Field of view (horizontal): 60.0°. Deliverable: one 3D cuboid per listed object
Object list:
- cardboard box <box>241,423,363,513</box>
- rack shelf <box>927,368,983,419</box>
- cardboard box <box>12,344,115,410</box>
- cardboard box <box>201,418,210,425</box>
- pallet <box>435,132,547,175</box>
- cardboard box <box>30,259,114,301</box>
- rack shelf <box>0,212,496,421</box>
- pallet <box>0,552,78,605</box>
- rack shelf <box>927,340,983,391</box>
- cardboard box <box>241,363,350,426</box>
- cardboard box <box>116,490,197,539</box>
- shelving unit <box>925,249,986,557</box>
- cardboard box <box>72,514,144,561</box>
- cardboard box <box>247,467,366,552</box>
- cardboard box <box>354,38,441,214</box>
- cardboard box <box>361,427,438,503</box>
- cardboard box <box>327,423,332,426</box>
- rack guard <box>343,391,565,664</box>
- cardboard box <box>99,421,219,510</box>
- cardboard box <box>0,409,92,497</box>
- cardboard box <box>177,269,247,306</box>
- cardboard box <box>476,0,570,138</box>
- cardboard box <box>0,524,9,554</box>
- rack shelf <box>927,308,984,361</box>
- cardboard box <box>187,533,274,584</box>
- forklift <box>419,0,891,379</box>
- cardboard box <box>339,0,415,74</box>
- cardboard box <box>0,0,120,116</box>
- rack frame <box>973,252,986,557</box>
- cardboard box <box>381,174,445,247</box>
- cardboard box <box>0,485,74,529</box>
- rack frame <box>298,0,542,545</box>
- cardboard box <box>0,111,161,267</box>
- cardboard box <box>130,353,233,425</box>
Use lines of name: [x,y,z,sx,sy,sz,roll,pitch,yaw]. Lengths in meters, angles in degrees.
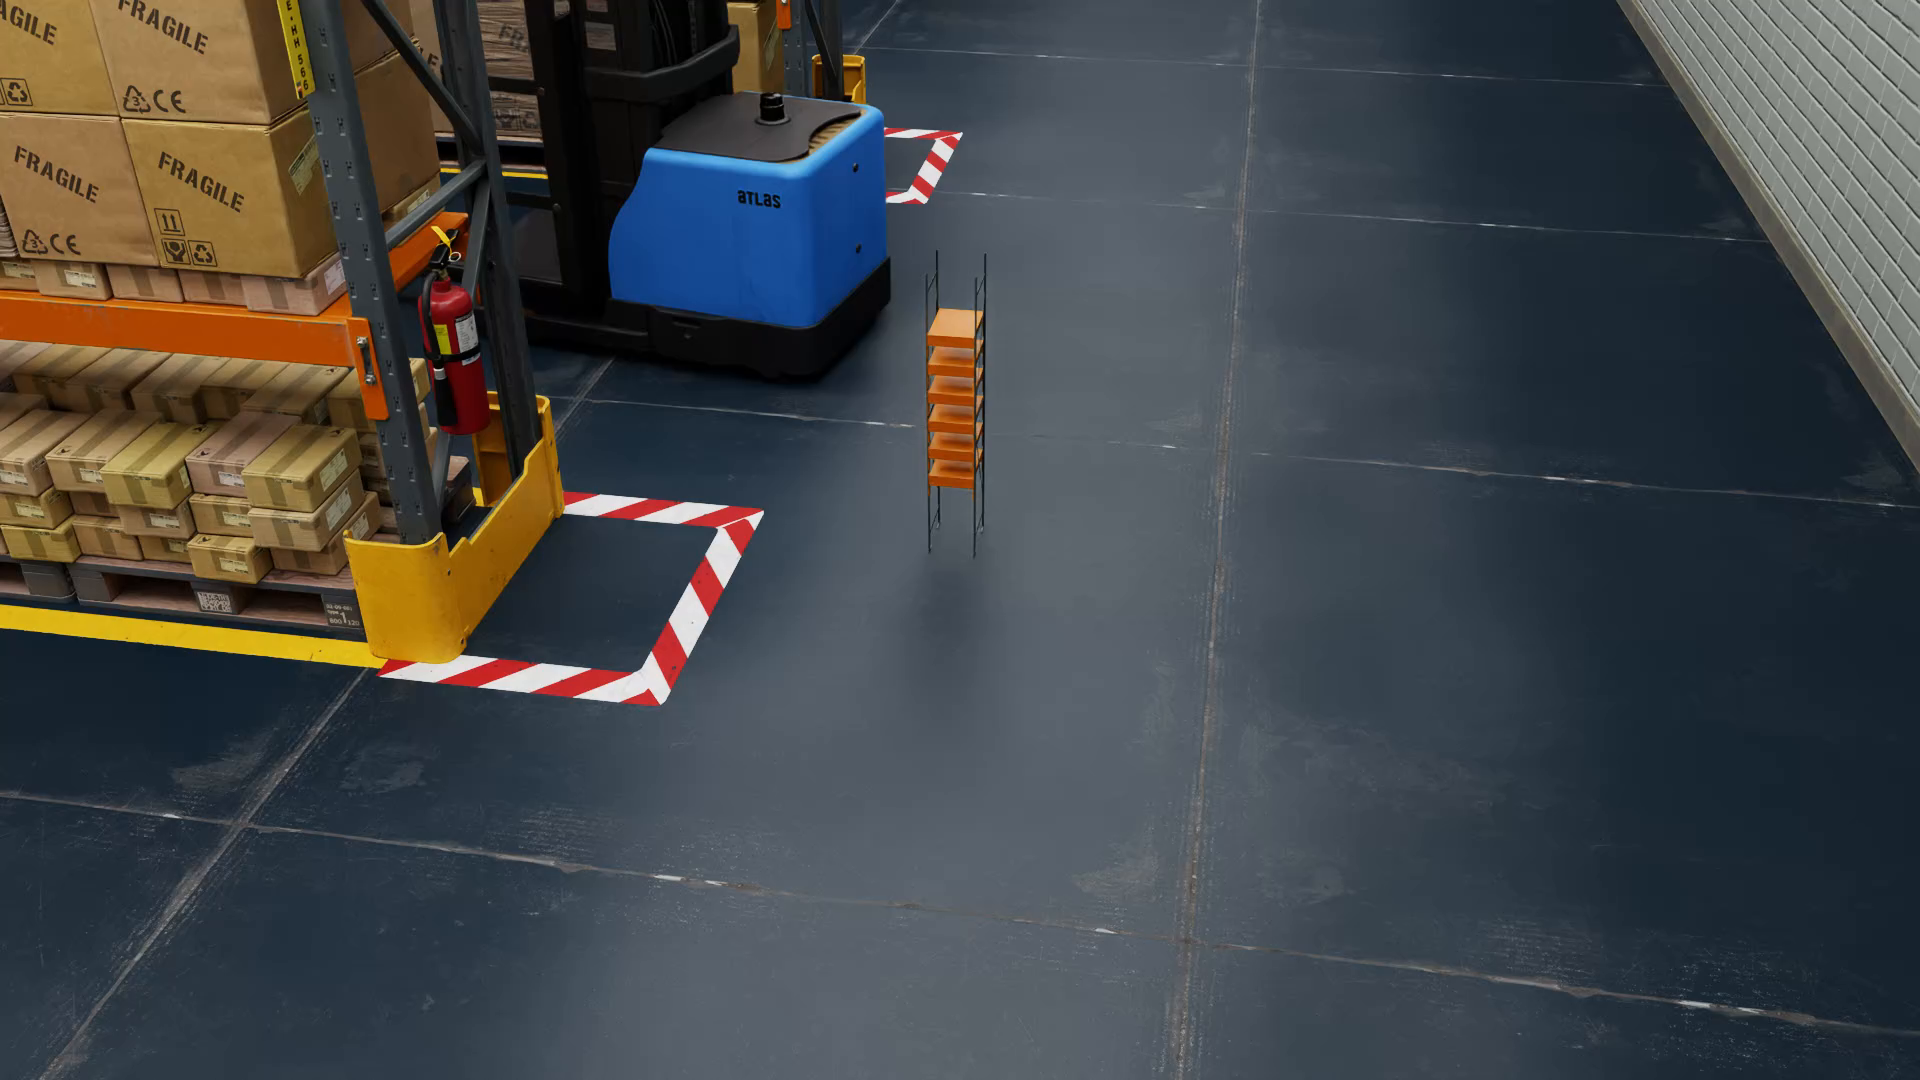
cardboard box: [-2.400,-0.267,6.079,0.250,0.149,0.380,6,32,9]
rack shelf: [-0.014,-0.574,6.394,0.180,0.103,0.258,5,32,8]
cardboard box: [-3.595,-0.684,6.745,0.250,0.149,0.380,6,32,9]
cardboard box: [-3.060,-0.516,6.758,0.250,0.149,0.380,6,33,10]
pallet: [-2.902,-2.674,10.823,1.213,0.211,1.003,5,32,8]
cardboard box: [-2.948,-0.972,5.712,0.250,0.149,0.380,6,33,10]
rack shelf: [-3.807,-1.004,6.205,4.000,0.370,1.077,5,32,8]
pallet: [-3.904,-0.156,6.801,1.213,0.211,1.003,5,32,8]
rack shelf: [-0.014,-0.676,6.330,0.180,0.103,0.258,5,32,8]
cardboard box: [-2.587,-0.538,6.513,0.250,0.149,0.380,6,33,9]
cardboard box: [-2.916,-0.169,6.204,0.250,0.149,0.380,4,32,6]
shelving unit: [-0.014,-0.510,6.434,0.189,1.200,0.258,5,32,8]
cardboard box: [-3.151,-0.092,6.360,0.250,0.149,0.380,5,32,9]
cardboard box: [-2.404,-0.124,6.131,0.250,0.149,0.380,4,32,7]
cardboard box: [-2.231,-1.483,5.918,0.500,0.500,0.500,7,33,11]
cardboard box: [-2.298,-0.314,6.716,0.250,0.149,0.380,6,33,9]
cardboard box: [-2.569,-0.461,6.670,0.250,0.149,0.380,5,32,8]
rack guard: [-1.910,-0.078,6.403,0.348,0.500,1.175,5,32,8]
cardboard box: [-2.915,-0.276,6.094,0.250,0.149,0.380,4,32,7]
cardboard box: [-3.433,-0.327,6.176,0.250,0.149,0.380,6,33,10]
cardboard box: [-2.443,-0.947,5.672,0.250,0.149,0.380,5,32,8]
cardboard box: [-2.443,-3.089,10.465,0.875,0.875,0.875,5,32,8]
cardboard box: [-3.679,-0.117,6.400,0.250,0.149,0.380,6,33,9]
rack shelf: [-0.014,-0.777,6.266,0.180,0.103,0.258,5,32,8]
cardboard box: [-2.660,-0.008,6.226,0.250,0.149,0.380,6,33,10]
forklift: [-1.929,-2.482,7.952,3.031,2.935,1.130,11,34,17]
cardboard box: [-2.233,-1.901,5.644,0.500,0.500,0.500,5,32,8]
cardboard box: [-2.828,-1.679,5.288,0.500,0.500,0.500,4,32,7]
rack frame: [0.076,-0.502,6.421,0.006,1.200,0.240,5,32,8]
cardboard box: [-2.100,-1.224,6.115,0.250,0.149,0.380,5,32,8]
cardboard box: [-3.429,-0.209,6.267,0.250,0.149,0.380,6,32,9]
rack frame: [-1.835,-1.130,5.729,0.127,3.000,1.000,5,32,8]
cardboard box: [-2.829,-1.253,5.550,0.500,0.500,0.500,5,32,7]
cardboard box: [-3.072,-0.607,6.622,0.250,0.149,0.380,4,32,6]
